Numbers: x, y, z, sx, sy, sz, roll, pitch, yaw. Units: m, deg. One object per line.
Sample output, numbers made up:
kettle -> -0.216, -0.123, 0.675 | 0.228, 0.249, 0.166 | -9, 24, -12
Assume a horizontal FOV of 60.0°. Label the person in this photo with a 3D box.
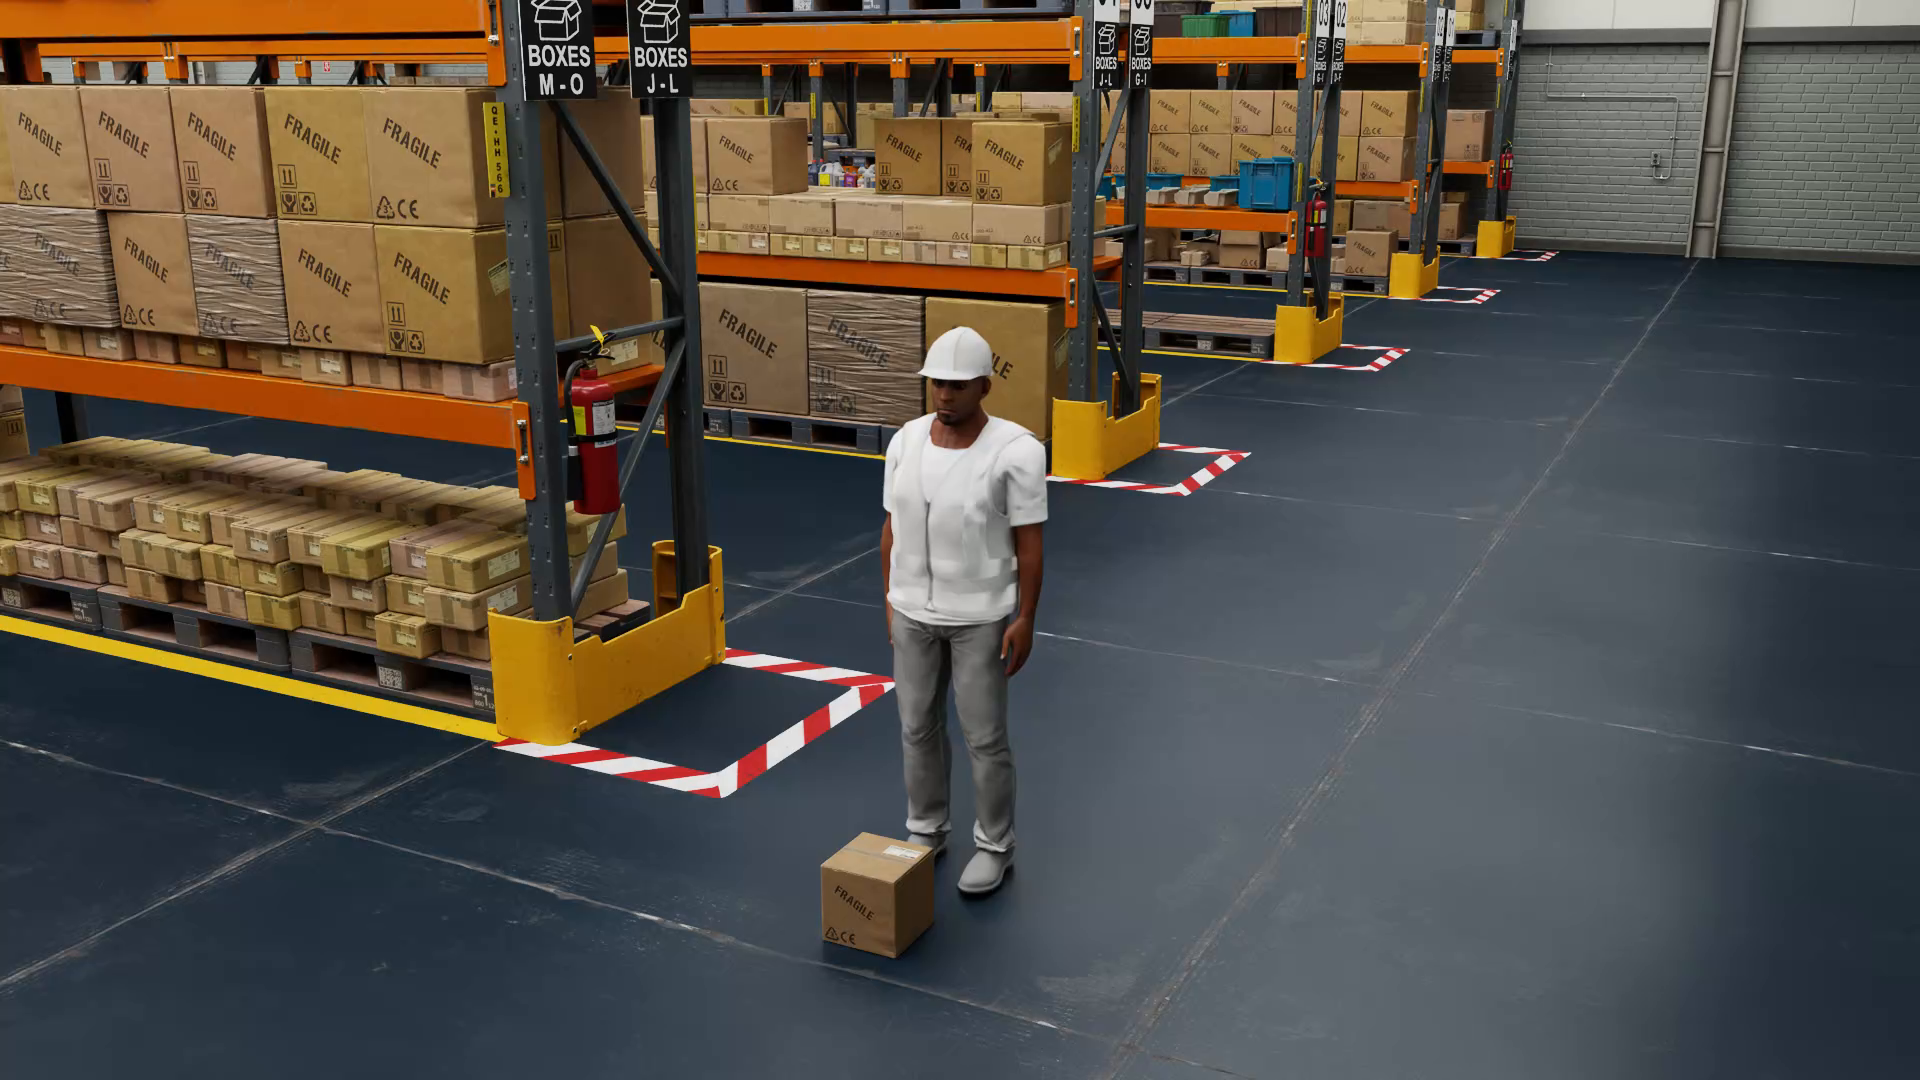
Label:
person -> -0.012, 0.221, 5.198 | 0.562, 1.764, 0.366 | 8, 18, 27
